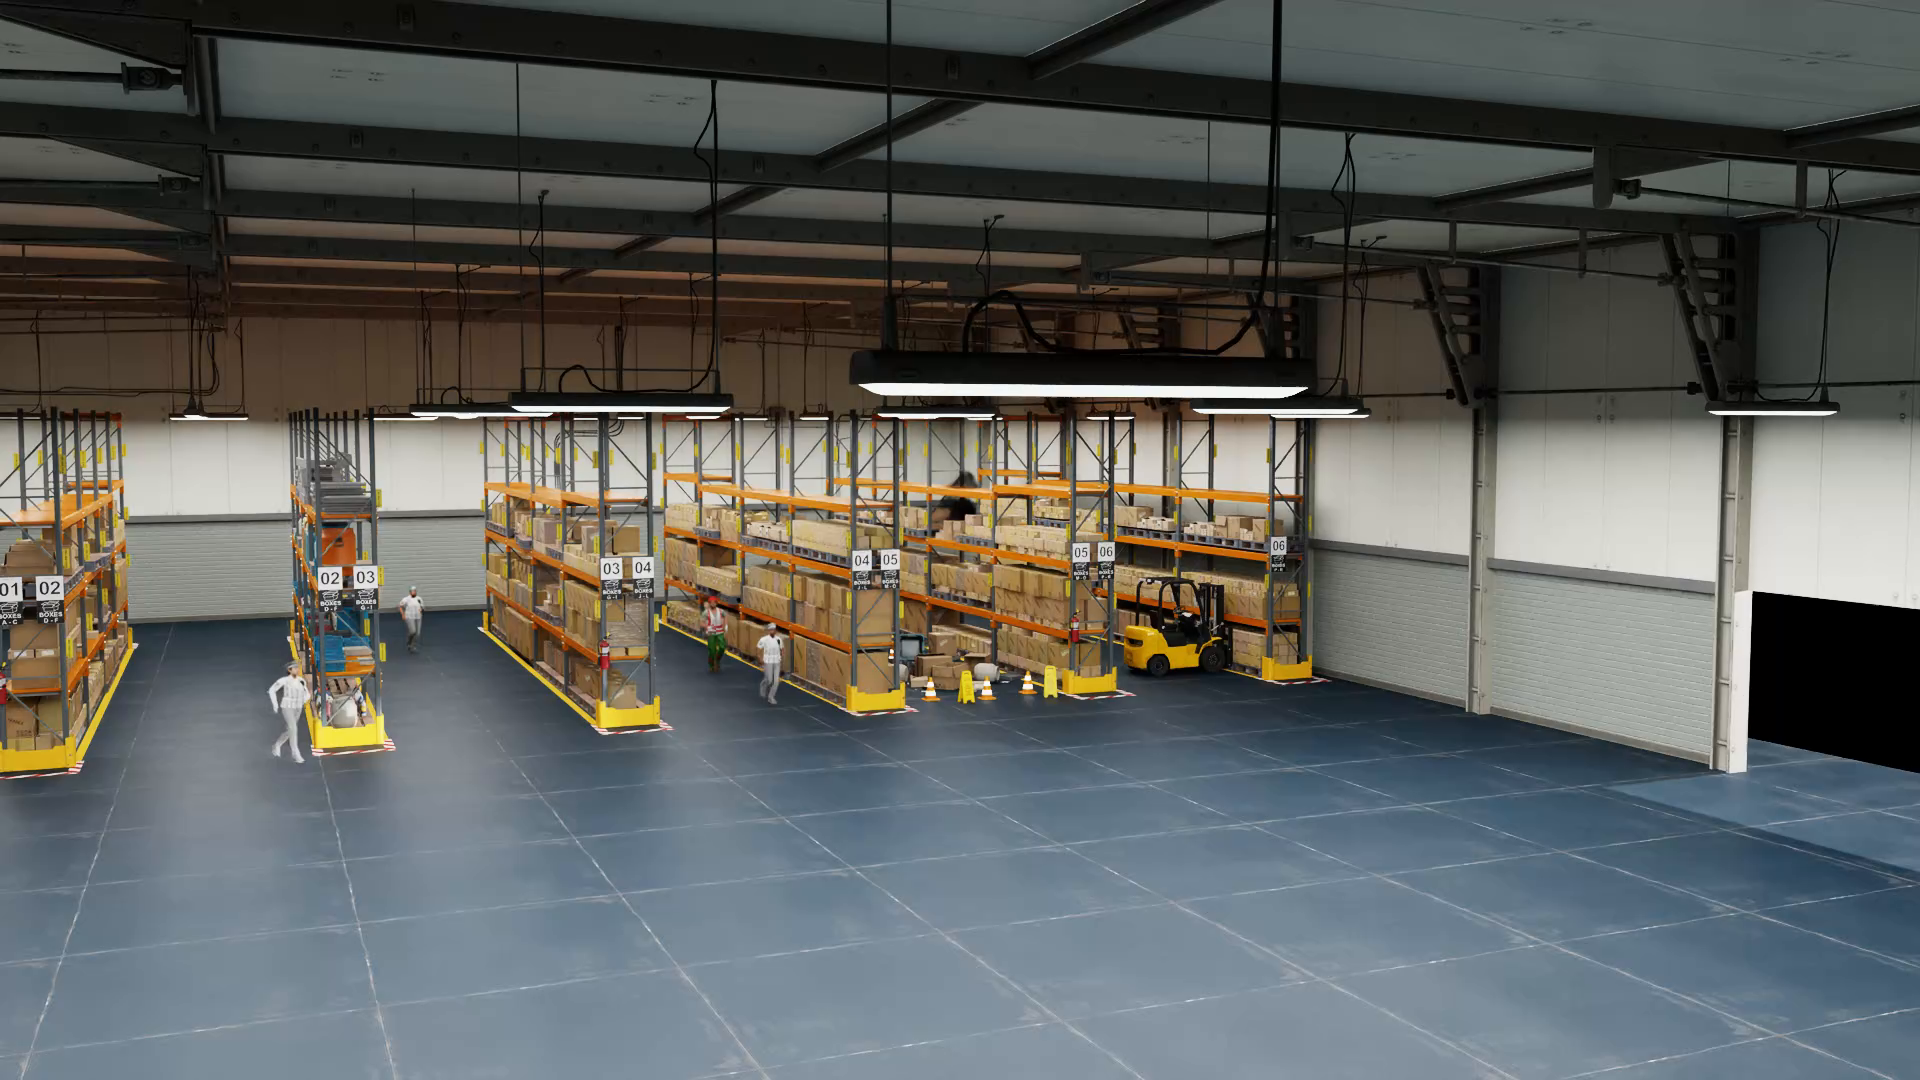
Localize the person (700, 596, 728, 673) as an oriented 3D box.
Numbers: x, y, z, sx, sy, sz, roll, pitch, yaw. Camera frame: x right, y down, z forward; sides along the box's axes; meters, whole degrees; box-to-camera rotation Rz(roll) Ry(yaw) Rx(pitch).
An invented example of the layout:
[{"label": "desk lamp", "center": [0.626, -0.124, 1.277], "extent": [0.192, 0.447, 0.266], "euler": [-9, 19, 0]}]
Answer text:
[{"label": "person", "center": [-5.614, 2.171, 38.156], "extent": [0.673, 1.751, 0.656], "euler": [-1, 4, -20]}]

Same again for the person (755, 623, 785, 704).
[{"label": "person", "center": [-3.850, 2.516, 34.021], "extent": [0.605, 1.671, 0.568], "euler": [-2, 4, -25]}]

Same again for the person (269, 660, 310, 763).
[{"label": "person", "center": [-11.353, 2.897, 28.297], "extent": [0.865, 1.684, 0.590], "euler": [3, 5, 34]}]

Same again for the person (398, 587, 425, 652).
[{"label": "person", "center": [-13.663, 1.981, 41.591], "extent": [0.585, 1.632, 0.629], "euler": [-3, 5, -41]}]
